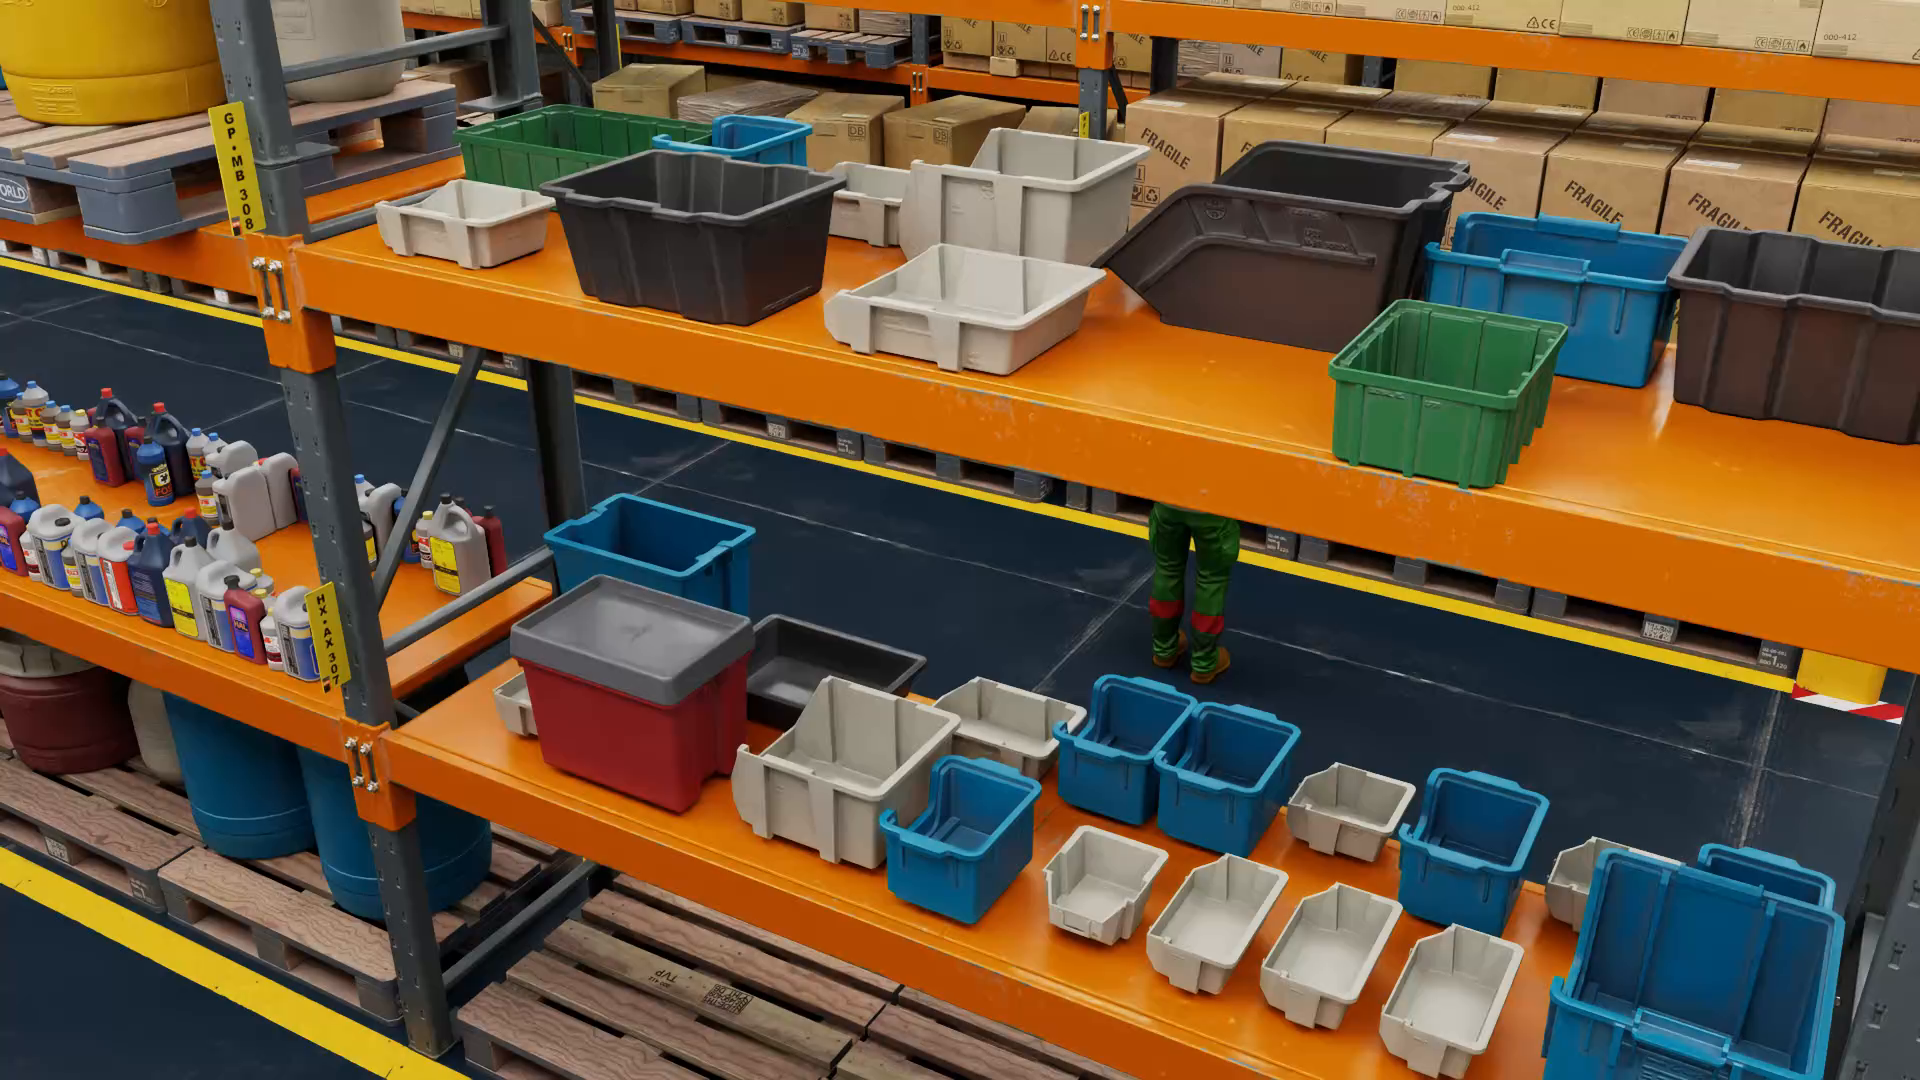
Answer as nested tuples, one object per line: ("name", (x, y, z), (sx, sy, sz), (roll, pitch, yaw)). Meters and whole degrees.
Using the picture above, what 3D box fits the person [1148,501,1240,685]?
("person", (1.084, -0.230, 7.560), (0.494, 1.782, 0.573), (14, 30, 26))
